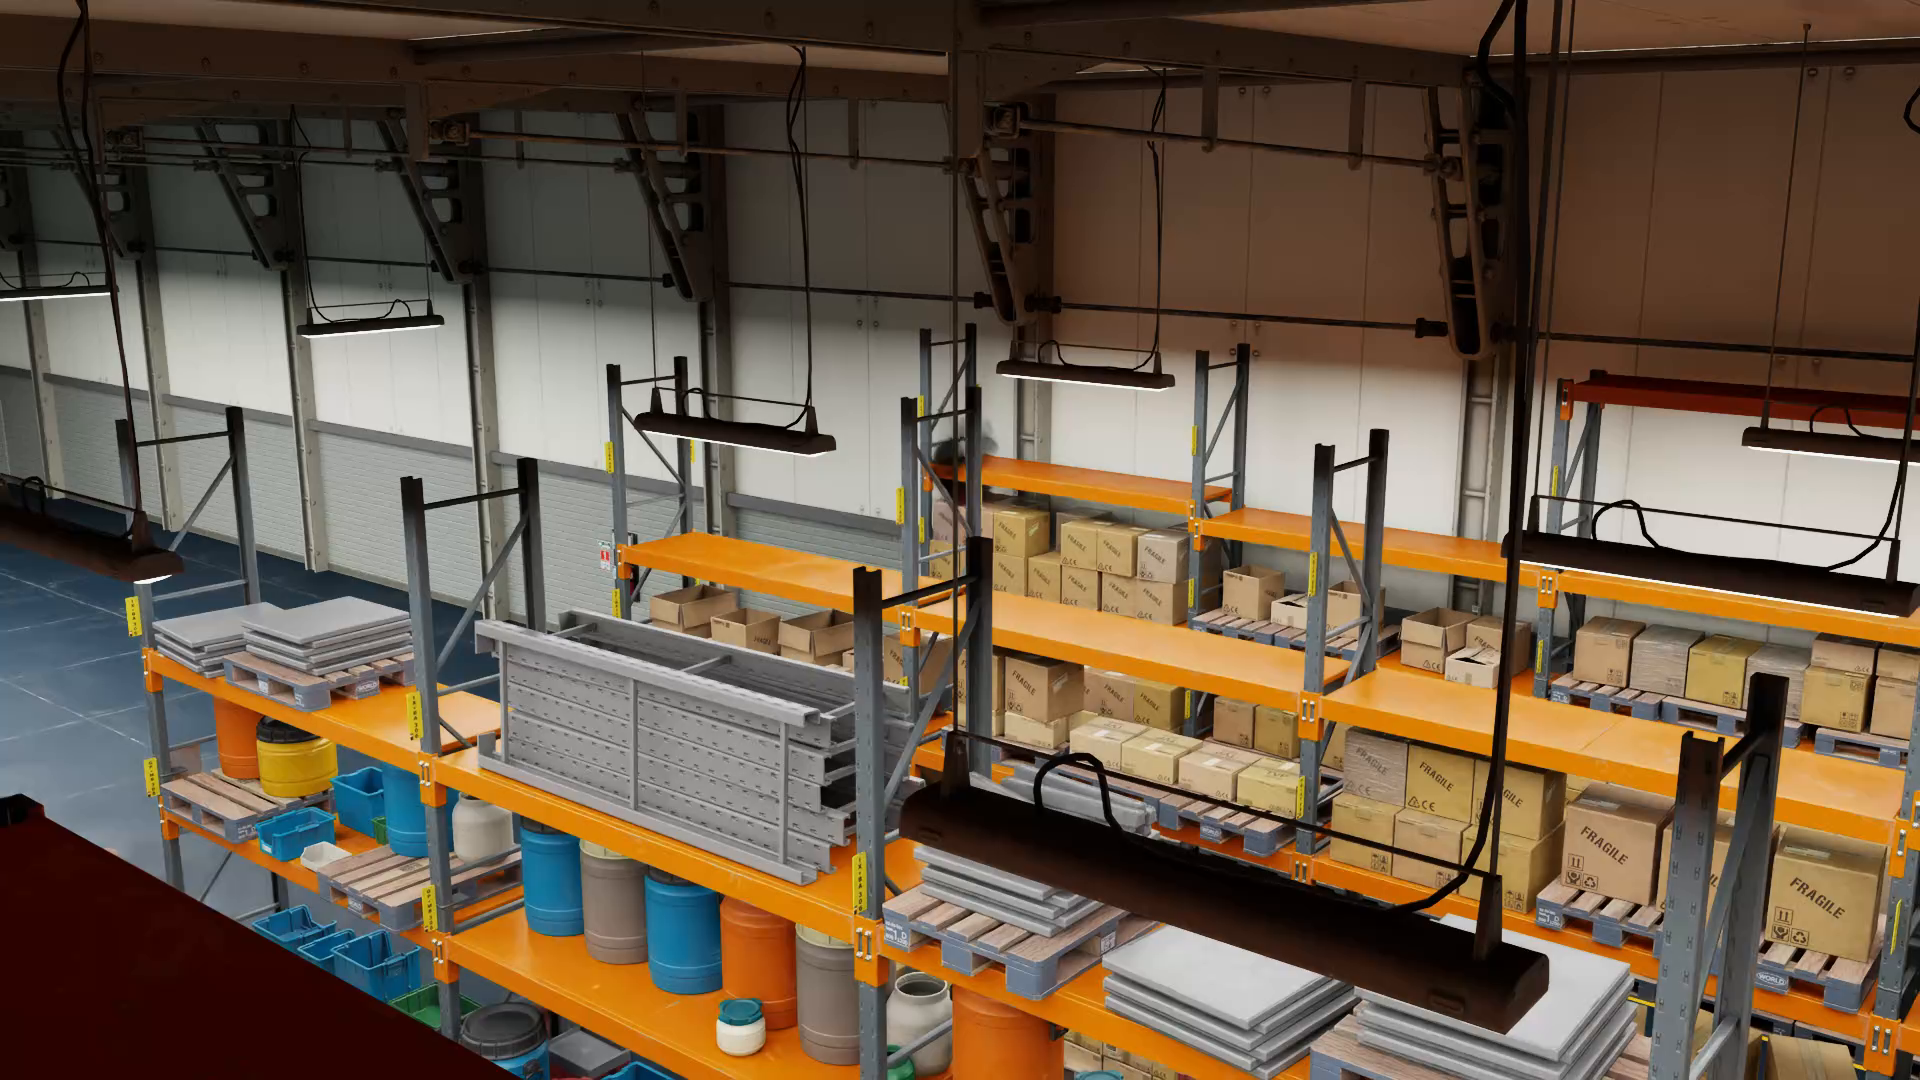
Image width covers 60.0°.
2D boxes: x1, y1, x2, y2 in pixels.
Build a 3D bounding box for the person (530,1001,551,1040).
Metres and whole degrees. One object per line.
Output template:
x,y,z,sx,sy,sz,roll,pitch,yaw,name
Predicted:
-3.606,3.985,14.905,0.646,1.621,0.581,6,14,24,person
